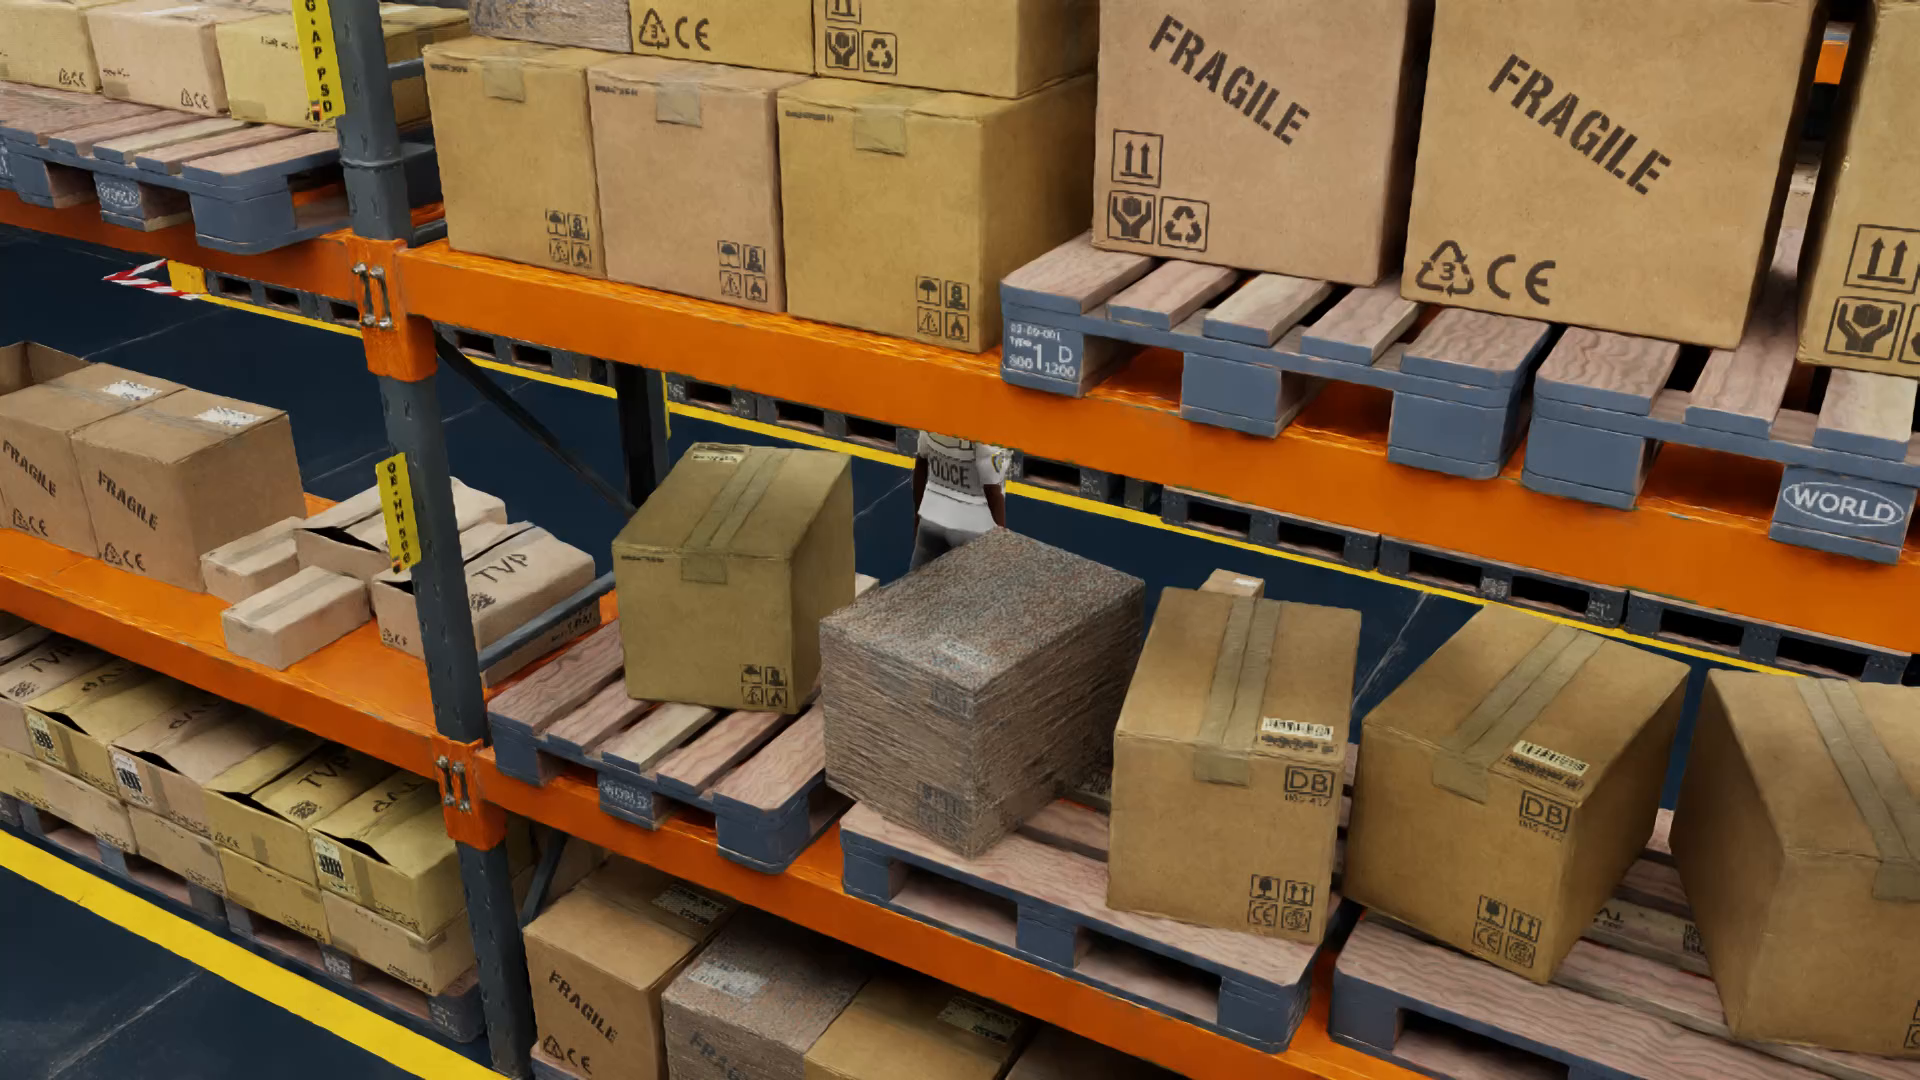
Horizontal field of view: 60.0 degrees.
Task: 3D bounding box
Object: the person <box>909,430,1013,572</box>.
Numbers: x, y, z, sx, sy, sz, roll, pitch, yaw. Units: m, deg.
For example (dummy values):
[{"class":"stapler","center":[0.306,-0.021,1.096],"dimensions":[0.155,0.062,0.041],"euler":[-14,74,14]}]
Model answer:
[{"class":"person","center":[-0.012,-0.055,7.240],"dimensions":[0.572,1.665,0.569],"euler":[21,33,35]}]
